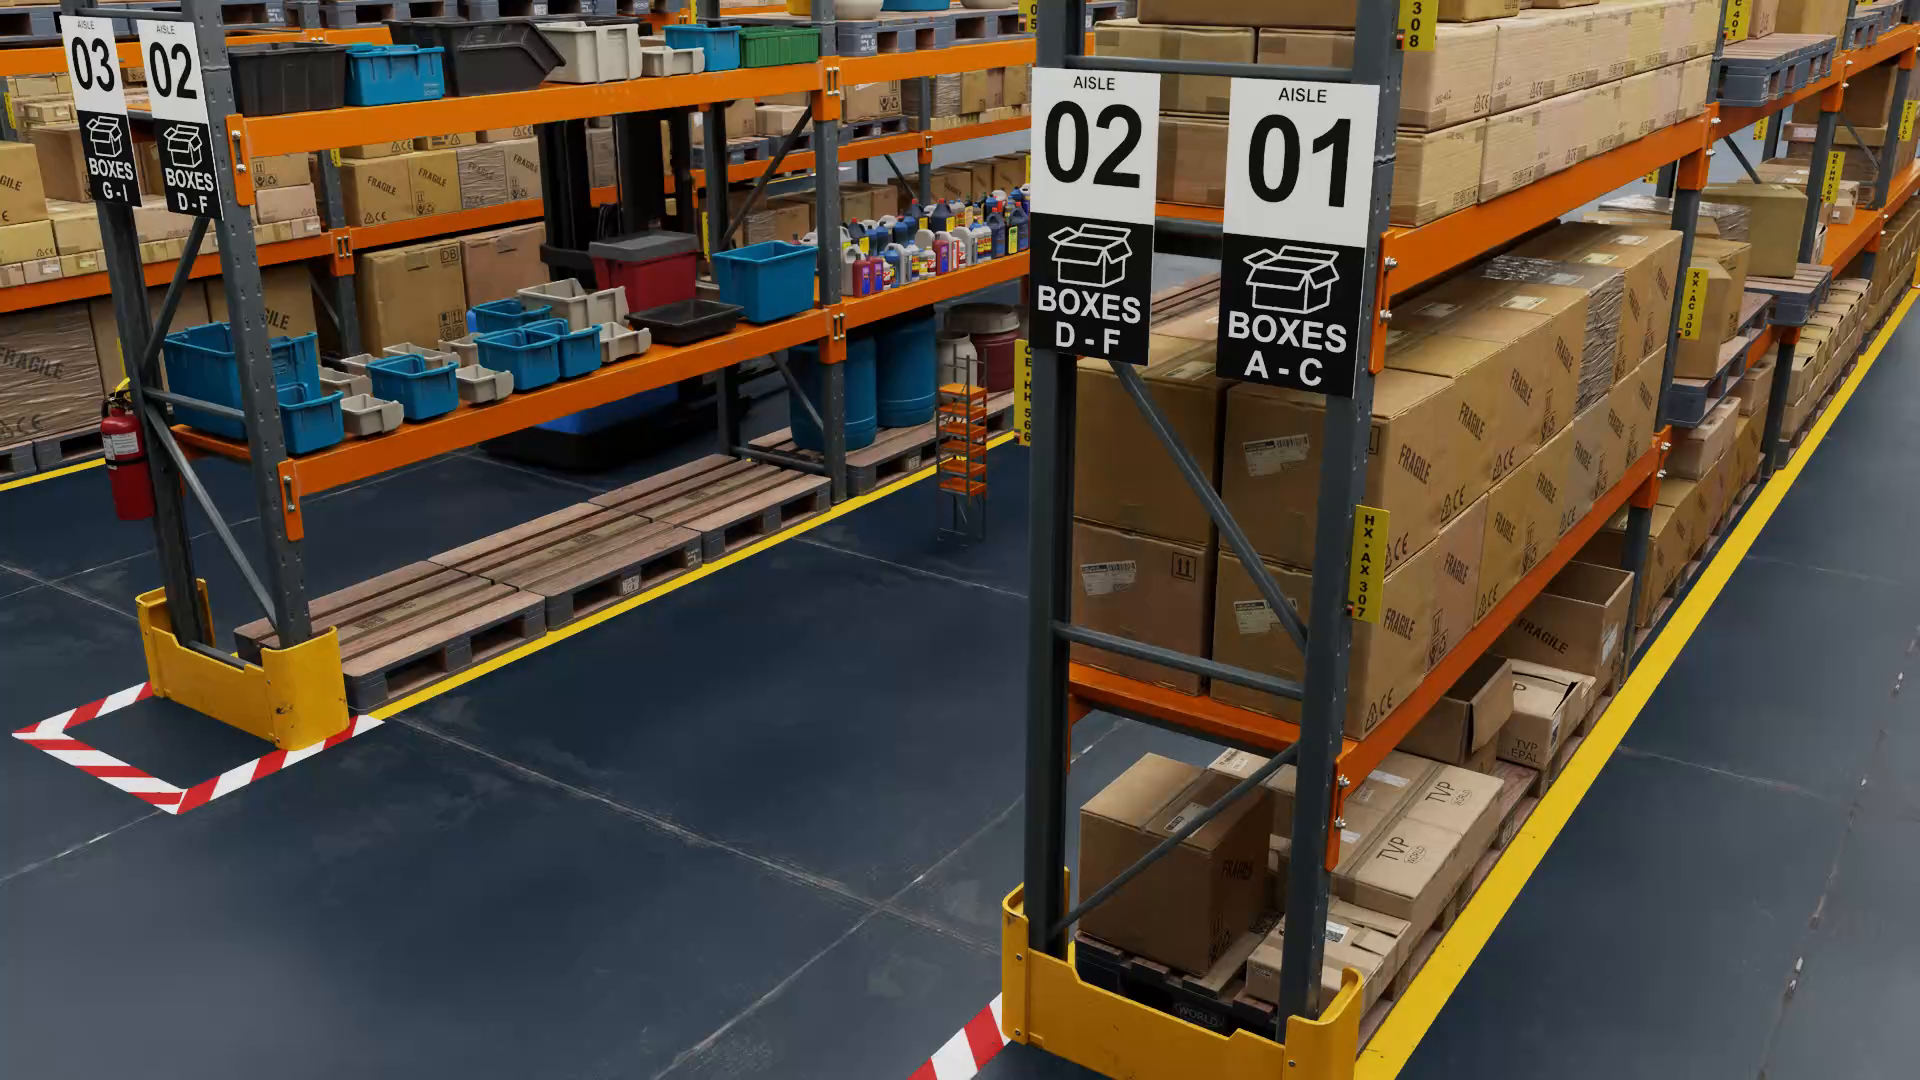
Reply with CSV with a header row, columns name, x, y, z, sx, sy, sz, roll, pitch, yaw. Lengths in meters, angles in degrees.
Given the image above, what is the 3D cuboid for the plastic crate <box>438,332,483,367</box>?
name,x,y,z,sx,sy,sz,roll,pitch,yaw
plastic crate,-2.669,-1.027,9.011,0.298,0.136,0.250,13,24,32

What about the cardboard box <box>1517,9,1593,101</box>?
name,x,y,z,sx,sy,sz,roll,pitch,yaw
cardboard box,1.721,-1.587,5.404,0.500,0.250,0.500,13,24,32

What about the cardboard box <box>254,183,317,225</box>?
name,x,y,z,sx,sy,sz,roll,pitch,yaw
cardboard box,-5.319,-2.605,12.770,0.500,0.250,0.500,13,24,31

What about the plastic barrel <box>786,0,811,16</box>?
name,x,y,z,sx,sy,sz,roll,pitch,yaw
plastic barrel,-0.847,-3.741,10.854,0.600,0.588,0.600,0,20,0

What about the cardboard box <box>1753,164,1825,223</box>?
name,x,y,z,sx,sy,sz,roll,pitch,yaw
cardboard box,6.377,-2.611,12.855,0.500,0.500,0.500,13,24,32

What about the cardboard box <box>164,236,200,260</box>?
name,x,y,z,sx,sy,sz,roll,pitch,yaw
cardboard box,-5.767,-2.149,12.113,0.380,0.149,0.250,14,24,33

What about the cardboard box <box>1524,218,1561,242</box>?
name,x,y,z,sx,sy,sz,roll,pitch,yaw
cardboard box,2.405,-1.216,7.643,0.500,0.500,0.500,14,24,33

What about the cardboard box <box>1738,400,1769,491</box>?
name,x,y,z,sx,sy,sz,roll,pitch,yaw
cardboard box,4.820,-0.648,10.662,0.500,0.500,0.500,14,25,34

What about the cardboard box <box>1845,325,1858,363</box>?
name,x,y,z,sx,sy,sz,roll,pitch,yaw
cardboard box,7.121,-1.663,13.795,0.500,0.250,0.500,13,24,31

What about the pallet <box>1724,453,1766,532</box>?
name,x,y,z,sx,sy,sz,roll,pitch,yaw
pallet,4.700,-0.413,11.078,1.003,0.211,1.213,13,24,32

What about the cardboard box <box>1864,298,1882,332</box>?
name,x,y,z,sx,sy,sz,roll,pitch,yaw
cardboard box,7.911,-2.057,14.860,0.500,0.250,0.500,13,24,32

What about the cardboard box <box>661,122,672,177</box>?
name,x,y,z,sx,sy,sz,roll,pitch,yaw
cardboard box,-3.112,-3.718,15.849,0.500,0.500,0.500,14,25,33

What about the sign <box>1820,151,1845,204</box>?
name,x,y,z,sx,sy,sz,roll,pitch,yaw
sign,5.605,-2.331,10.688,0.100,0.325,0.005,13,24,32

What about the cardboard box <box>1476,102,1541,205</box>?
name,x,y,z,sx,sy,sz,roll,pitch,yaw
cardboard box,1.445,-1.208,5.099,0.500,0.250,0.500,13,24,32

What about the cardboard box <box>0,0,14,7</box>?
name,x,y,z,sx,sy,sz,roll,pitch,yaw
cardboard box,-6.622,-3.719,10.777,0.700,0.500,0.500,11,23,28

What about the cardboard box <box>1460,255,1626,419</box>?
name,x,y,z,sx,sy,sz,roll,pitch,yaw
cardboard box,2.263,-0.809,6.542,0.500,0.500,0.500,13,24,32

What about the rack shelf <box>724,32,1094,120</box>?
name,x,y,z,sx,sy,sz,roll,pitch,yaw
rack shelf,-0.068,-3.391,11.821,1.077,0.370,4.000,13,24,32

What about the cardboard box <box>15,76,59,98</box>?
name,x,y,z,sx,sy,sz,roll,pitch,yaw
cardboard box,-11.583,-5.621,20.634,0.500,0.250,0.500,13,24,30

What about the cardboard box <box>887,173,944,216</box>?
name,x,y,z,sx,sy,sz,roll,pitch,yaw
cardboard box,-0.533,-4.140,20.132,0.500,0.500,0.500,12,24,30

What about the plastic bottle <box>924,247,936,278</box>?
name,x,y,z,sx,sy,sz,roll,pitch,yaw
plastic bottle,-0.214,-1.902,11.368,0.097,0.201,0.097,0,20,0

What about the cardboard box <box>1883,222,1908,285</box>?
name,x,y,z,sx,sy,sz,roll,pitch,yaw
cardboard box,8.482,-2.694,15.501,0.500,0.500,0.500,13,24,32

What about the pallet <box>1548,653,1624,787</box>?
name,x,y,z,sx,sy,sz,roll,pitch,yaw
pallet,2.516,0.724,8.002,1.003,0.211,1.213,13,24,32

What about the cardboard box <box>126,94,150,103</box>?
name,x,y,z,sx,sy,sz,roll,pitch,yaw
cardboard box,-8.148,-4.390,16.709,0.380,0.149,0.250,13,24,31

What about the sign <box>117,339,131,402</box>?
name,x,y,z,sx,sy,sz,roll,pitch,yaw
sign,-3.904,-0.779,7.812,0.100,0.325,0.005,13,24,32

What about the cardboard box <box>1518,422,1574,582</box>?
name,x,y,z,sx,sy,sz,roll,pitch,yaw
cardboard box,1.974,-0.191,6.314,0.500,0.500,0.500,14,24,33

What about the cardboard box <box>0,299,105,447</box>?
name,x,y,z,sx,sy,sz,roll,pitch,yaw
cardboard box,-6.732,-1.226,11.714,0.875,0.875,0.875,13,24,32

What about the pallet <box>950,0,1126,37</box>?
name,x,y,z,sx,sy,sz,roll,pitch,yaw
pallet,0.546,-4.013,12.739,1.003,0.211,1.213,13,24,32

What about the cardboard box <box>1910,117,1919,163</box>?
name,x,y,z,sx,sy,sz,roll,pitch,yaw
cardboard box,9.375,-4.139,16.986,0.700,0.500,0.500,13,24,32

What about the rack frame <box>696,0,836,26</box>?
name,x,y,z,sx,sy,sz,roll,pitch,yaw
rack frame,-1.192,-4.561,9.625,1.000,3.000,0.127,13,24,32

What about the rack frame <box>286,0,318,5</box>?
name,x,y,z,sx,sy,sz,roll,pitch,yaw
rack frame,-5.288,-5.527,12.236,1.000,3.000,0.127,13,24,32

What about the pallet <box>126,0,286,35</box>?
name,x,y,z,sx,sy,sz,roll,pitch,yaw
pallet,-5.757,-3.846,12.143,1.003,0.211,1.213,13,24,32

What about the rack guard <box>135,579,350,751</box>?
name,x,y,z,sx,sy,sz,roll,pitch,yaw
rack guard,-3.443,0.582,7.971,1.175,0.500,0.348,13,24,32

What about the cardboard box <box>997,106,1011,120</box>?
name,x,y,z,sx,sy,sz,roll,pitch,yaw
cardboard box,0.411,-5.327,20.704,0.380,0.149,0.250,13,24,32

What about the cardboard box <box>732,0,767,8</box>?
name,x,y,z,sx,sy,sz,roll,pitch,yaw
cardboard box,-2.276,-5.430,16.513,0.500,0.250,0.500,14,24,33

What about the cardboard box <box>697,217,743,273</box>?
name,x,y,z,sx,sy,sz,roll,pitch,yaw
cardboard box,-2.679,-3.091,17.267,0.700,0.500,0.500,12,23,29

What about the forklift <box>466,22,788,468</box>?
name,x,y,z,sx,sy,sz,roll,pitch,yaw
forklift,-2.275,-2.333,12.347,1.130,2.935,3.031,11,23,28

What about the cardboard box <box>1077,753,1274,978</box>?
name,x,y,z,sx,sy,sz,roll,pitch,yaw
cardboard box,0.756,1.129,5.857,0.500,0.500,0.500,13,24,32

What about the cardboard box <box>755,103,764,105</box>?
name,x,y,z,sx,sy,sz,roll,pitch,yaw
cardboard box,-2.914,-6.146,25.013,0.875,0.875,0.875,13,24,32

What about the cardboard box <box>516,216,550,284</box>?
name,x,y,z,sx,sy,sz,roll,pitch,yaw
cardboard box,-3.952,-2.613,15.463,1.225,0.875,0.875,13,24,32

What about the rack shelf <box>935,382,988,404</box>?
name,x,y,z,sx,sy,sz,roll,pitch,yaw
rack shelf,0.008,-0.863,9.959,0.258,0.103,0.180,13,24,32

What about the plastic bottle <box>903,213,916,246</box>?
name,x,y,z,sx,sy,sz,roll,pitch,yaw
plastic bottle,-0.375,-2.283,12.298,0.097,0.271,0.097,0,20,0

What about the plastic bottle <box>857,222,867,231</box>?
name,x,y,z,sx,sy,sz,roll,pitch,yaw
plastic bottle,-0.749,-2.115,11.838,0.152,0.276,0.135,13,24,32

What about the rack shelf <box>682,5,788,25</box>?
name,x,y,z,sx,sy,sz,roll,pitch,yaw
rack shelf,-1.915,-5.504,17.535,1.077,0.370,4.000,13,24,32

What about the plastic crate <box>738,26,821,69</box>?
name,x,y,z,sx,sy,sz,roll,pitch,yaw
plastic crate,-1.180,-2.874,9.694,0.450,0.188,0.662,13,24,32

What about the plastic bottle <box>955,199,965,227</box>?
name,x,y,z,sx,sy,sz,roll,pitch,yaw
plastic bottle,-0.006,-2.508,12.908,0.097,0.271,0.097,0,20,0

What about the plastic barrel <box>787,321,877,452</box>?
name,x,y,z,sx,sy,sz,roll,pitch,yaw
plastic barrel,-0.872,-1.113,11.370,0.600,0.901,0.708,13,24,32

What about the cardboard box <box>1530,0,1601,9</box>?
name,x,y,z,sx,sy,sz,roll,pitch,yaw
cardboard box,1.831,-2.122,5.770,0.700,0.500,0.500,13,24,32

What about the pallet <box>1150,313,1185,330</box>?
name,x,y,z,sx,sy,sz,roll,pitch,yaw
pallet,1.524,-1.802,14.832,1.003,0.211,1.213,13,24,32

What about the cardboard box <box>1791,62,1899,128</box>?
name,x,y,z,sx,sy,sz,roll,pitch,yaw
cardboard box,7.644,-3.860,14.361,0.700,0.500,0.500,13,24,32

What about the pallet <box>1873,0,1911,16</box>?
name,x,y,z,sx,sy,sz,roll,pitch,yaw
pallet,7.858,-4.691,14.427,1.003,0.211,1.213,13,24,32

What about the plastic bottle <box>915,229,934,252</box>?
name,x,y,z,sx,sy,sz,roll,pitch,yaw
plastic bottle,-0.222,-2.043,11.643,0.152,0.276,0.135,13,24,32

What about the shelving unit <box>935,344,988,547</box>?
name,x,y,z,sx,sy,sz,roll,pitch,yaw
shelving unit,0.008,-0.567,10.068,0.258,1.200,0.189,13,24,32

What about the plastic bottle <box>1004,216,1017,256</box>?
name,x,y,z,sx,sy,sz,roll,pitch,yaw
plastic bottle,0.361,-2.222,12.116,0.061,0.283,0.133,13,24,32

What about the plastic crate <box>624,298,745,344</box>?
name,x,y,z,sx,sy,sz,roll,pitch,yaw
plastic crate,-1.599,-1.273,9.693,0.437,0.125,0.590,13,24,32
